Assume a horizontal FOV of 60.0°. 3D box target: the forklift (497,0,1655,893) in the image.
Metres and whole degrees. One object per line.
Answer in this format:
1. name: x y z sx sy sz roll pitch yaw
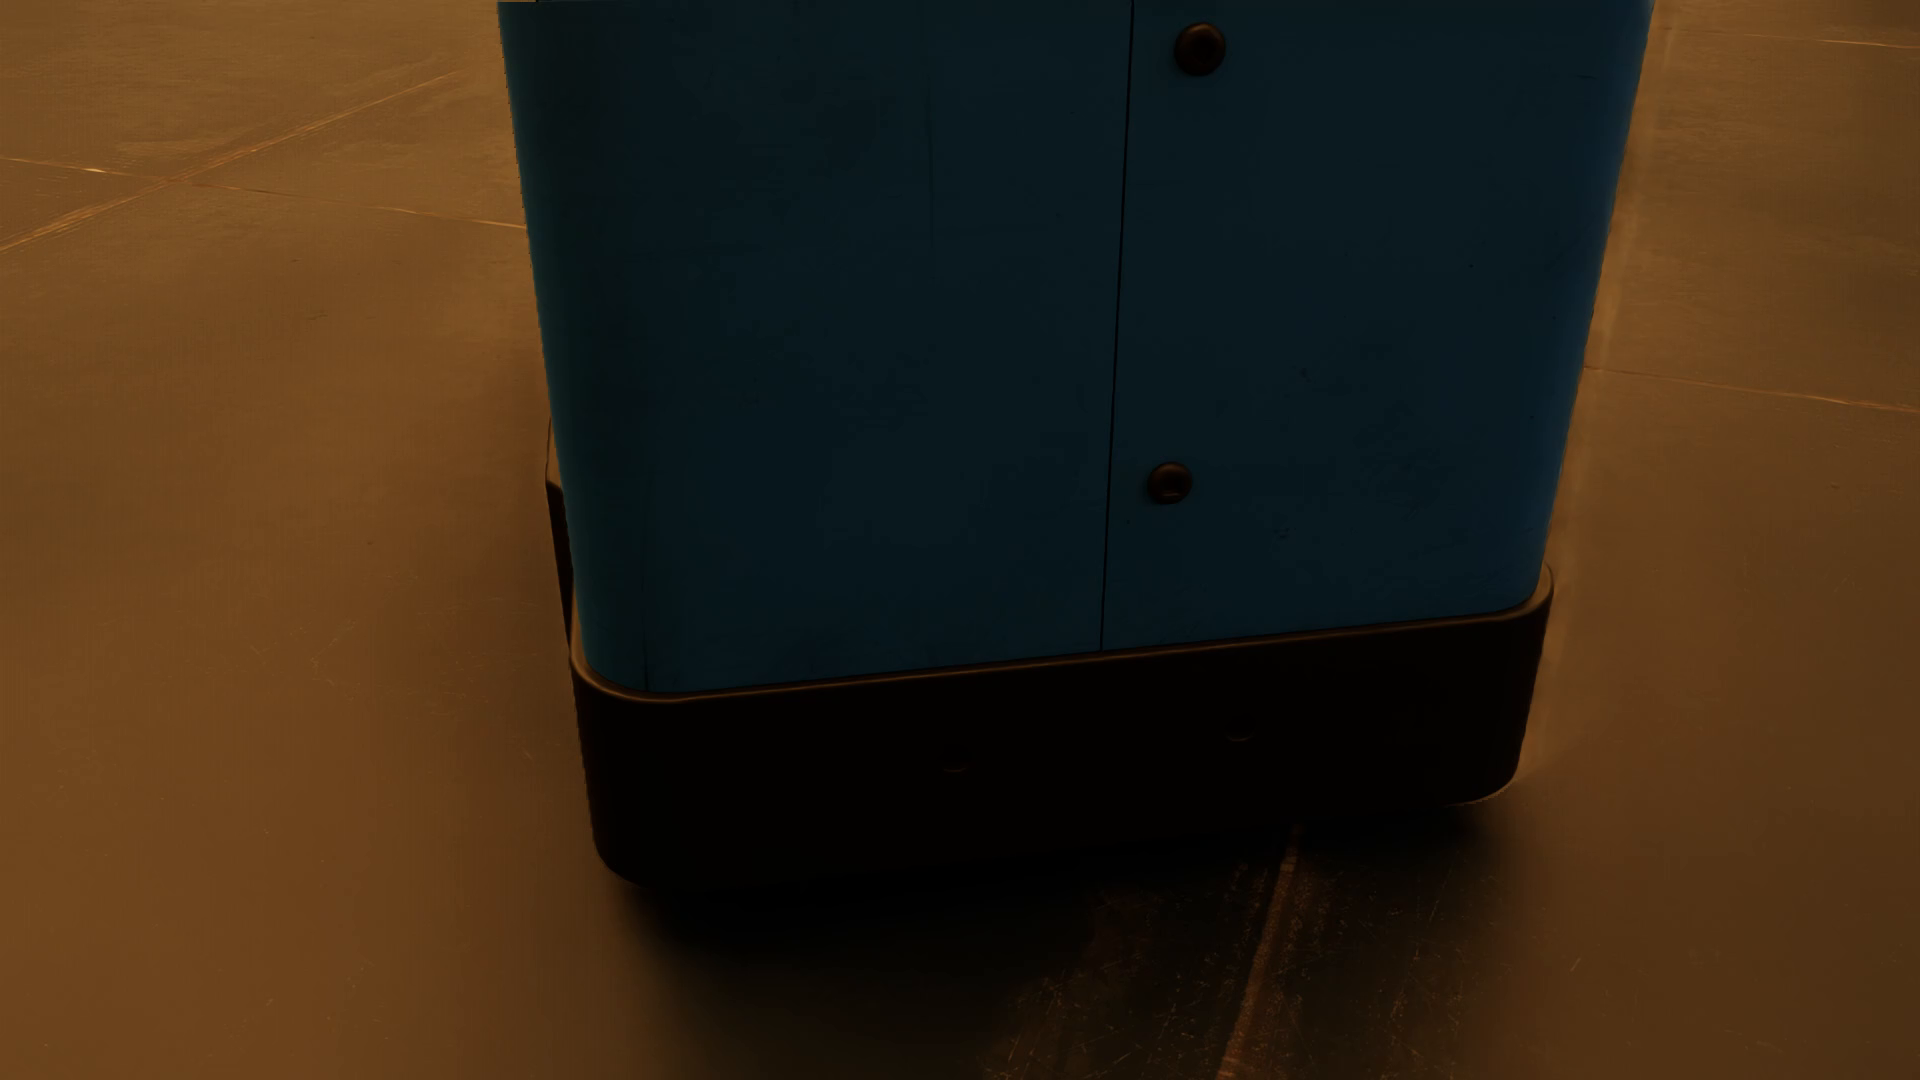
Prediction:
1. forklift: -0.121 -1.620 2.387 1.130 2.935 3.031 -5 30 -9
